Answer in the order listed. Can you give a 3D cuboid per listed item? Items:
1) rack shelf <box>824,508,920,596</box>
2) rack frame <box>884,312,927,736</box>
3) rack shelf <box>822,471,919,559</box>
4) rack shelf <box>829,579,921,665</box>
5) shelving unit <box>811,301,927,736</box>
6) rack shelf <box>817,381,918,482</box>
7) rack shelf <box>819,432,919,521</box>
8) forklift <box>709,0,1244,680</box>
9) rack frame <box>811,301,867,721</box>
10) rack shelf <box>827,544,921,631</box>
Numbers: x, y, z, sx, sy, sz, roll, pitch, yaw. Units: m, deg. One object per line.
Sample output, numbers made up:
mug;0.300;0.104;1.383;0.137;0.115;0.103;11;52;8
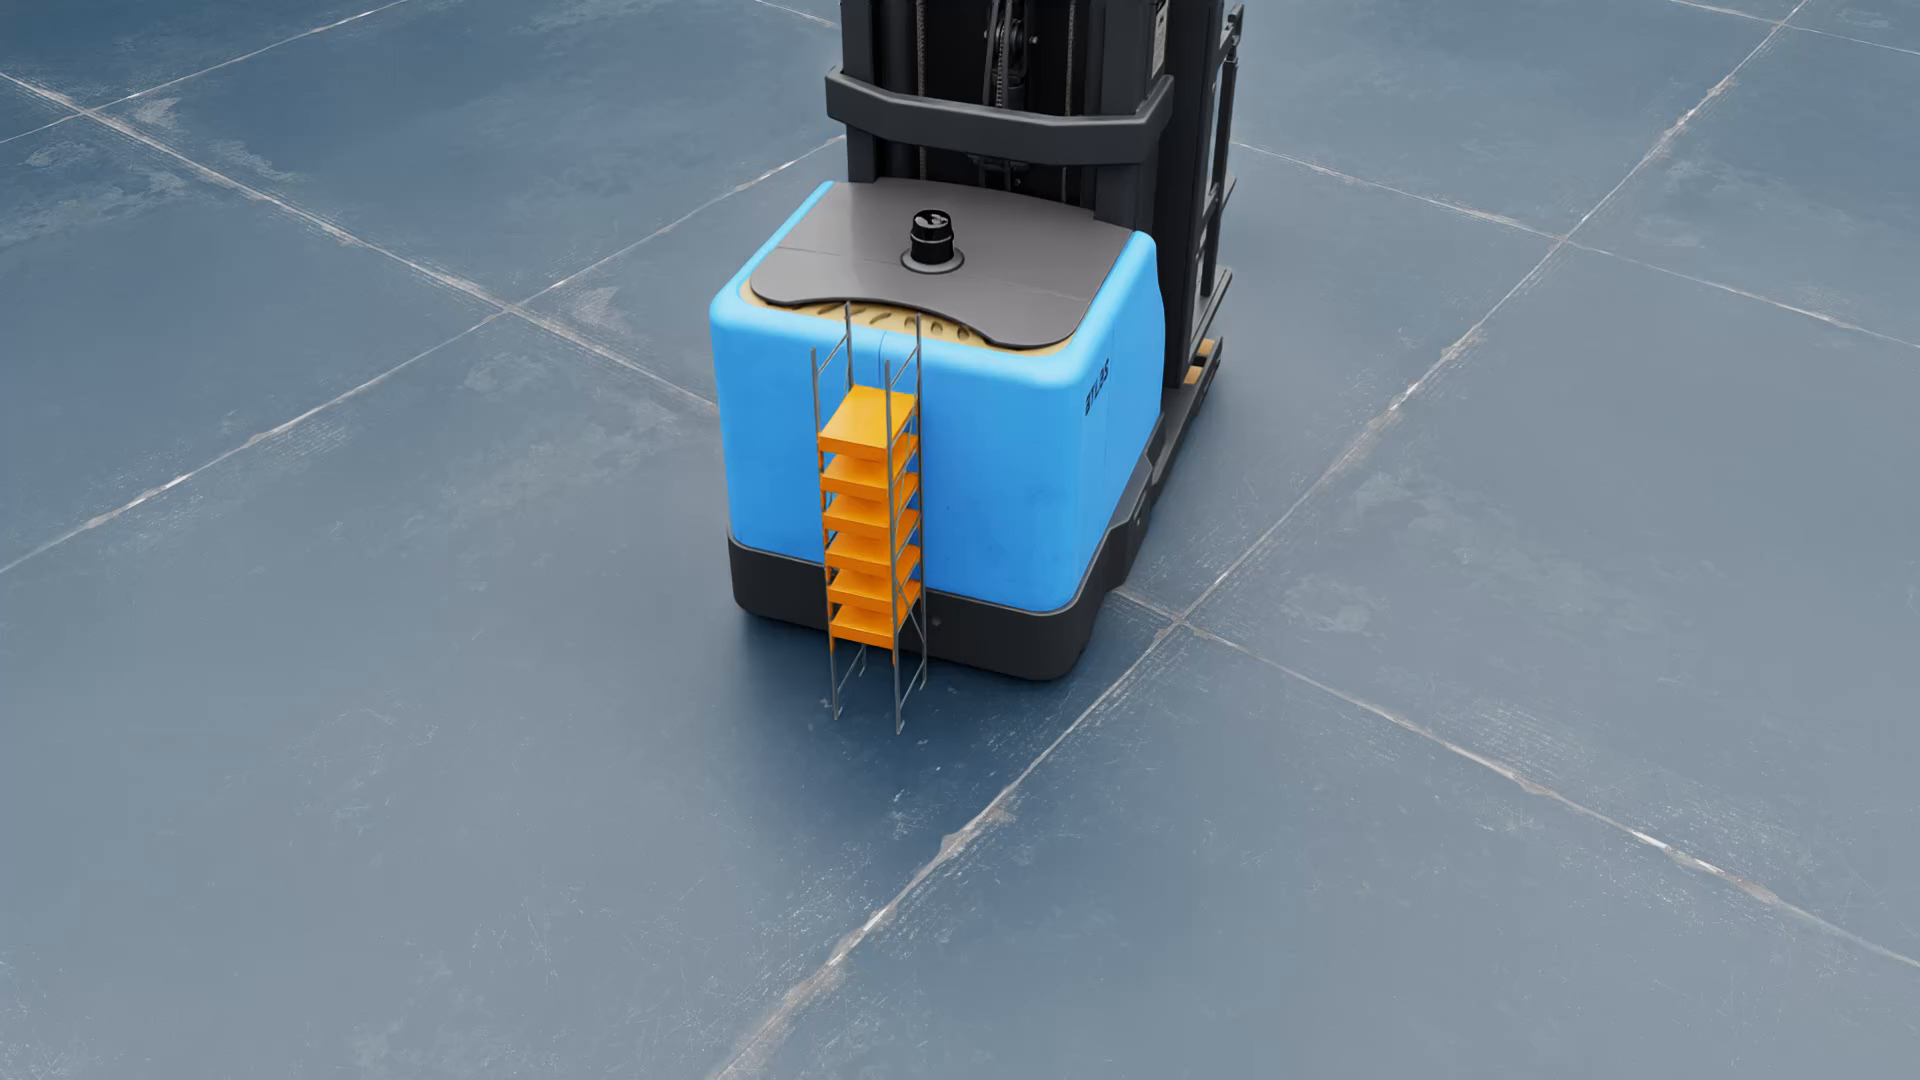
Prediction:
rack shelf;-0.221;0.012;4.333;0.180;0.103;0.258;11;39;14
rack frame;-0.134;-0.005;4.283;0.006;1.200;0.240;11;39;14
rack shelf;-0.221;-0.082;4.259;0.180;0.103;0.258;11;39;14
rack shelf;-0.221;0.201;4.481;0.180;0.103;0.258;11;39;14
shelving unit;-0.221;-0.023;4.306;0.189;1.200;0.258;11;39;14
rack shelf;-0.221;-0.271;4.111;0.180;0.103;0.258;11;39;14
rack shelf;-0.221;-0.177;4.185;0.180;0.103;0.258;11;39;14
forklift;0.301;-1.675;5.012;1.130;2.935;3.031;12;40;15
rack frame;-0.308;-0.040;4.328;0.006;1.200;0.240;11;39;14
rack shelf;-0.221;0.107;4.407;0.180;0.103;0.258;11;39;14
